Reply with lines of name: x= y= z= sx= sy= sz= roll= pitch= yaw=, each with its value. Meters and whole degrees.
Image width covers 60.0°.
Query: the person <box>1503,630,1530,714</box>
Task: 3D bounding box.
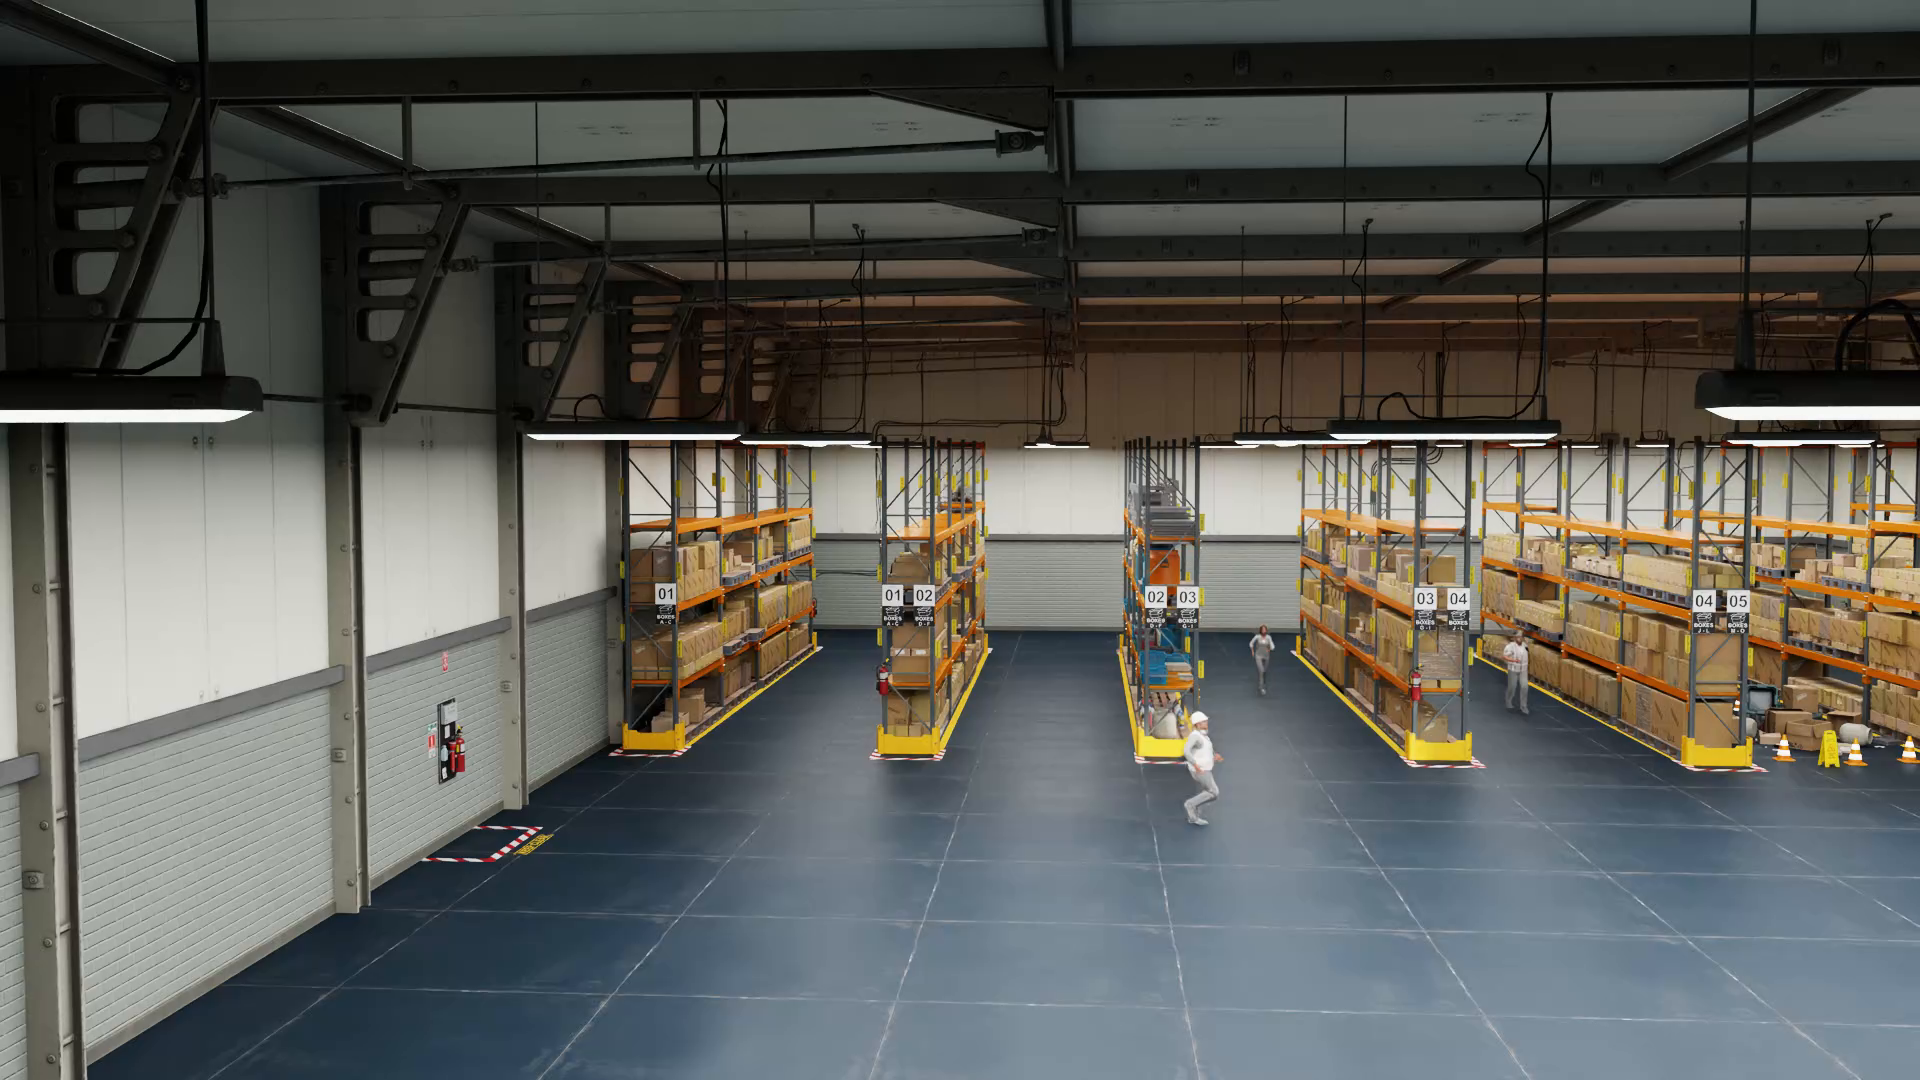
person: x=12.232 y=2.884 z=36.565 sx=0.647 sy=1.828 sz=0.863 roll=0 pitch=3 yaw=-3

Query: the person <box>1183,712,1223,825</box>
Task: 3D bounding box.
person: x=3.729 y=3.496 z=25.417 sx=0.566 sy=1.732 sz=0.650 roll=1 pitch=3 yaw=19

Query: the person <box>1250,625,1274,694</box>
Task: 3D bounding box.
person: x=7.154 y=2.804 z=39.333 sx=0.547 sy=1.597 sz=0.817 roll=0 pitch=3 yaw=-4
